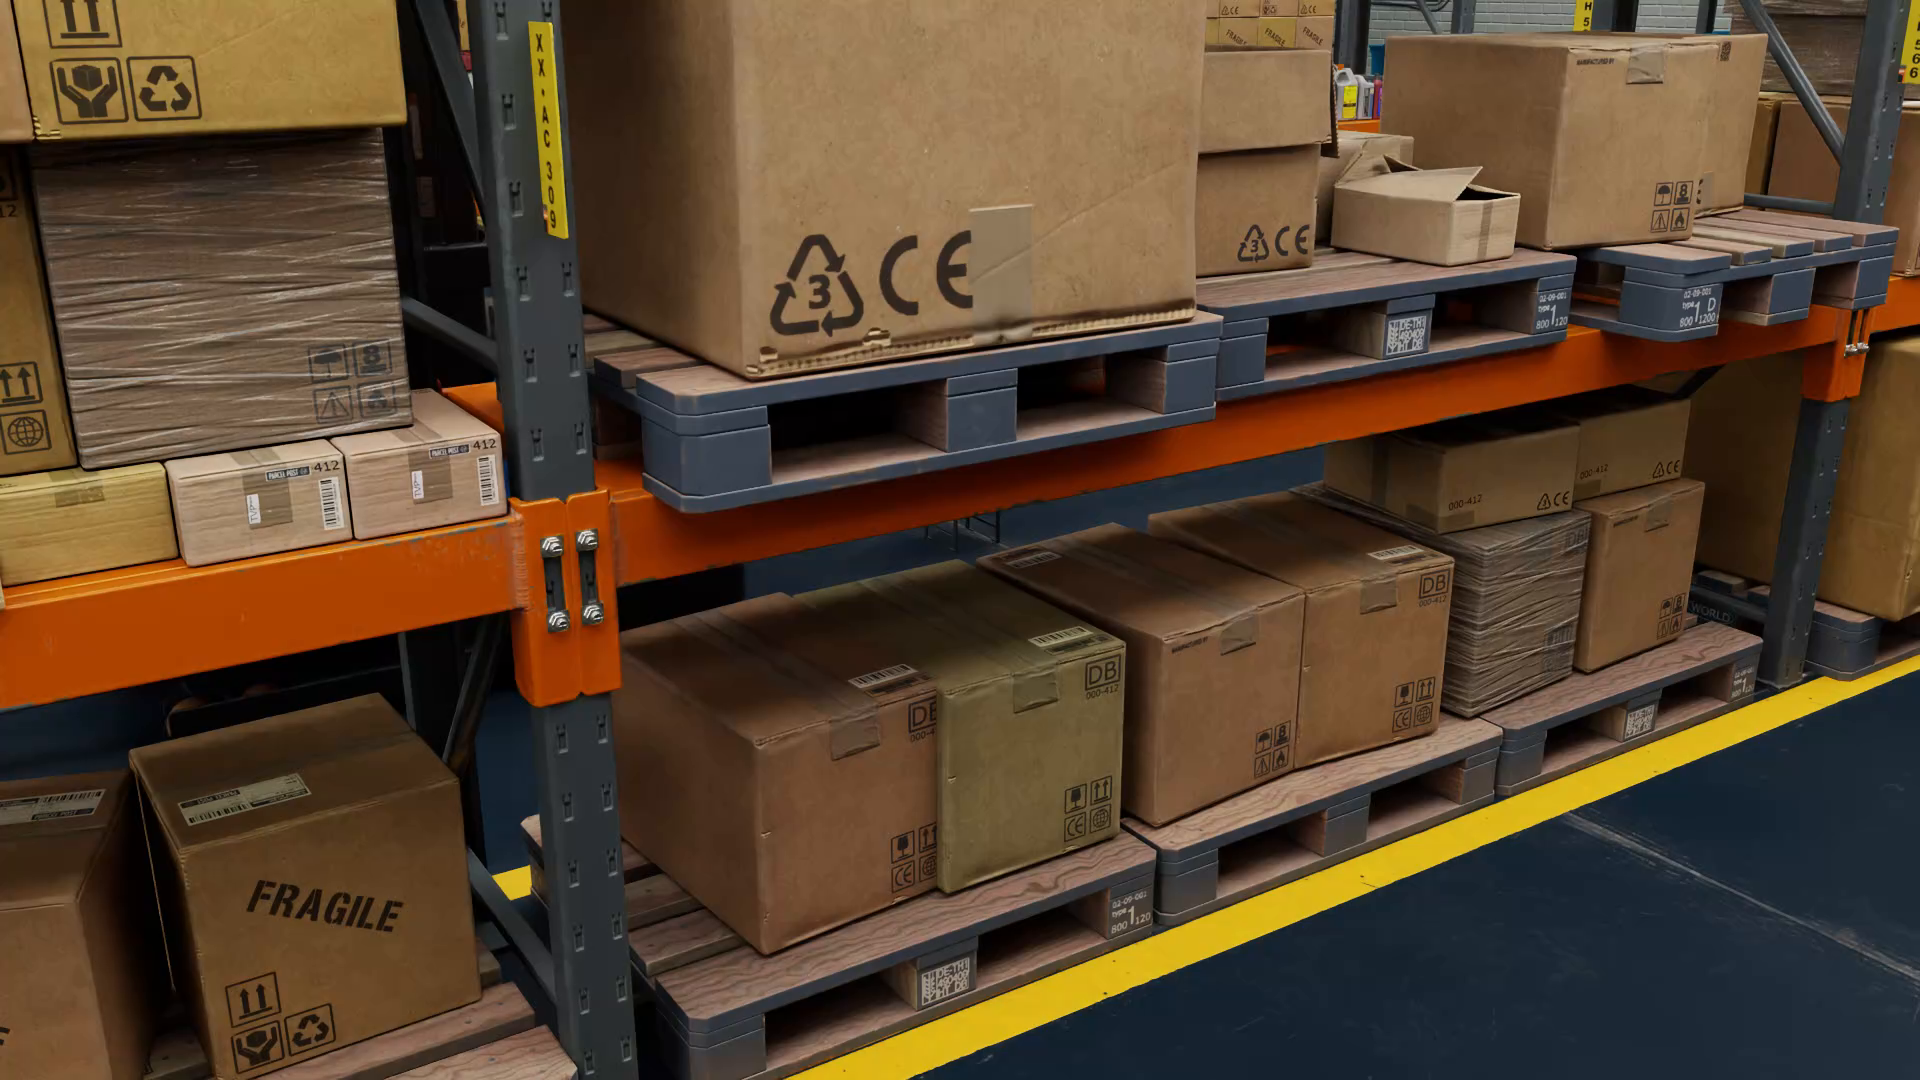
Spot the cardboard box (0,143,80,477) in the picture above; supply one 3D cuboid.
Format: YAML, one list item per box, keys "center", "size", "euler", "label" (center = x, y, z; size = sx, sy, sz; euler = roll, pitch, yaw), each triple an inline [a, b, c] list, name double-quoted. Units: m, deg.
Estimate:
- center: [-1.797, -0.421, 2.686]
  size: [0.500, 0.500, 0.875]
  euler: [-12, 22, -31]
  label: "cardboard box"

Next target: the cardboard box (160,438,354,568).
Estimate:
- center: [-1.182, -0.097, 2.740]
  size: [0.250, 0.149, 0.380]
  euler: [-12, 22, -31]
  label: "cardboard box"

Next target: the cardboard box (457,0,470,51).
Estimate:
- center: [-5.236, -5.268, 16.992]
  size: [0.500, 0.500, 0.500]
  euler: [-11, 22, -30]
  label: "cardboard box"

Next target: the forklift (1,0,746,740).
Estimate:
- center: [-2.268, -0.950, 4.980]
  size: [3.031, 2.935, 1.130]
  euler: [-11, 22, -30]
  label: "forklift"

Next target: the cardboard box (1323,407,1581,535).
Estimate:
- center: [1.410, -0.236, 4.804]
  size: [0.500, 0.250, 0.500]
  euler: [-9, 21, -25]
  label: "cardboard box"

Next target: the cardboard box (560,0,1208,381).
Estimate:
- center: [-0.210, -0.960, 3.307]
  size: [1.000, 1.000, 1.000]
  euler: [-12, 22, -31]
  label: "cardboard box"

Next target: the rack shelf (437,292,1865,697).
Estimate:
- center: [0.720, -0.385, 4.325]
  size: [4.000, 0.370, 1.077]
  euler: [-12, 22, -31]
  label: "rack shelf"

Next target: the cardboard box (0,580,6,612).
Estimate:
- center: [-1.572, 0.005, 2.439]
  size: [0.250, 0.149, 0.380]
  euler: [-12, 22, -31]
  label: "cardboard box"

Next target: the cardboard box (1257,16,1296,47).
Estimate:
- center: [2.971, -4.941, 16.522]
  size: [0.500, 0.500, 0.500]
  euler: [-12, 22, -31]
  label: "cardboard box"

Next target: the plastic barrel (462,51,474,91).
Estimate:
- center: [-2.142, -2.002, 7.772]
  size: [0.433, 0.535, 0.433]
  euler: [0, 19, 0]
  label: "plastic barrel"

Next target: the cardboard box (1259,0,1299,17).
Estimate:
- center: [2.985, -5.418, 16.370]
  size: [0.500, 0.500, 0.500]
  euler: [-11, 22, -30]
  label: "cardboard box"

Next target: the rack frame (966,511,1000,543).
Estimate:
- center: [0.092, -0.446, 6.658]
  size: [0.006, 0.900, 0.240]
  euler: [-12, 22, -31]
  label: "rack frame"

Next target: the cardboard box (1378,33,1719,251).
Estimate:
- center: [1.550, -1.094, 4.485]
  size: [0.500, 0.500, 0.700]
  euler: [-8, 20, -23]
  label: "cardboard box"

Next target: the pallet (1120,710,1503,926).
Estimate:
- center: [0.719, 0.593, 4.660]
  size: [1.213, 0.211, 1.003]
  euler: [-12, 22, -31]
  label: "pallet"

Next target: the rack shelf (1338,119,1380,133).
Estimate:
- center: [1.337, -2.415, 10.328]
  size: [4.000, 0.370, 1.077]
  euler: [-12, 22, -31]
  label: "rack shelf"

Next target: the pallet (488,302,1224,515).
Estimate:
- center: [-0.232, -0.379, 3.481]
  size: [1.213, 0.211, 1.003]
  euler: [-12, 22, -31]
  label: "pallet"

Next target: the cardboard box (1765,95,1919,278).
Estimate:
- center: [2.946, -1.139, 5.274]
  size: [0.500, 0.500, 0.500]
  euler: [-11, 22, -30]
  label: "cardboard box"

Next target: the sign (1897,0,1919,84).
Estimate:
- center: [2.697, -1.446, 4.654]
  size: [0.005, 0.325, 0.100]
  euler: [-12, 22, -31]
  label: "sign"

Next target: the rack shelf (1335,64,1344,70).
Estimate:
- center: [1.956, -4.445, 16.333]
  size: [4.000, 0.370, 1.077]
  euler: [-12, 22, -31]
  label: "rack shelf"

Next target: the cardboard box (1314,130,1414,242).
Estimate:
- center: [0.864, -0.973, 4.517]
  size: [0.500, 0.250, 0.500]
  euler: [-13, 22, -33]
  label: "cardboard box"

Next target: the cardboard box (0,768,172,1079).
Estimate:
- center: [-1.781, 0.774, 3.019]
  size: [0.500, 0.500, 0.500]
  euler: [-5, 19, -14]
  label: "cardboard box"

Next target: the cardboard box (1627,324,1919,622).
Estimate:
- center: [2.978, -0.387, 5.868]
  size: [0.875, 0.875, 1.225]
  euler: [-13, 23, -34]
  label: "cardboard box"

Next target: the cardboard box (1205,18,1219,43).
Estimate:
- center: [2.130, -4.766, 16.004]
  size: [0.500, 0.500, 0.500]
  euler: [-12, 22, -32]
  label: "cardboard box"

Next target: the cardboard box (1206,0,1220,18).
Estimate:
- center: [2.125, -5.235, 15.828]
  size: [0.500, 0.500, 0.500]
  euler: [-11, 22, -30]
  label: "cardboard box"

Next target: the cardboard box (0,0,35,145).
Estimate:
- center: [-1.592, -0.795, 2.230]
  size: [0.500, 0.500, 0.500]
  euler: [-12, 22, -31]
  label: "cardboard box"

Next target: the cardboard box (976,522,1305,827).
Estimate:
- center: [0.450, 0.322, 4.326]
  size: [0.500, 0.500, 0.700]
  euler: [-14, 23, -36]
  label: "cardboard box"

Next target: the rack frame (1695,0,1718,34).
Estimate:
- center: [6.348, -3.813, 13.338]
  size: [0.127, 3.000, 1.000]
  euler: [-12, 22, -31]
  label: "rack frame"

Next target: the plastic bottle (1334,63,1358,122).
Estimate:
- center: [2.419, -2.835, 10.524]
  size: [0.185, 0.351, 0.144]
  euler: [-12, 22, -31]
  label: "plastic bottle"

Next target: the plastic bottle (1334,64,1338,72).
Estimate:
- center: [2.501, -3.102, 11.314]
  size: [0.185, 0.351, 0.144]
  euler: [-12, 22, -31]
  label: "plastic bottle"

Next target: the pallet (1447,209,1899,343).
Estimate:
- center: [1.854, -0.834, 4.827]
  size: [1.003, 0.211, 1.213]
  euler: [-12, 22, -31]
  label: "pallet"

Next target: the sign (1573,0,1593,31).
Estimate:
- center: [2.082, -1.775, 5.504]
  size: [0.005, 0.325, 0.100]
  euler: [-12, 22, -31]
  label: "sign"

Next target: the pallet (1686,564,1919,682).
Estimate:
- center: [3.090, 0.124, 6.049]
  size: [1.213, 0.211, 1.003]
  euler: [-12, 22, -31]
  label: "pallet"

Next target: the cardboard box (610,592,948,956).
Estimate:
- center: [-0.426, 0.499, 3.800]
  size: [0.500, 0.500, 0.700]
  euler: [-14, 23, -36]
  label: "cardboard box"

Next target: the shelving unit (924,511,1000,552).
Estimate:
- center: [0.007, -0.428, 6.605]
  size: [0.210, 0.900, 0.258]
  euler: [-12, 22, -31]
  label: "shelving unit"

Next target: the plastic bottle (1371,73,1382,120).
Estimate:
- center: [2.688, -2.844, 10.655]
  size: [0.133, 0.283, 0.061]
  euler: [-12, 22, -31]
  label: "plastic bottle"

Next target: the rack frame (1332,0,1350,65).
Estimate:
- center: [3.627, -5.138, 17.259]
  size: [0.127, 3.000, 1.000]
  euler: [-12, 22, -31]
  label: "rack frame"

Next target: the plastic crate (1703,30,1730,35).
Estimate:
- center: [6.171, -3.749, 13.001]
  size: [0.499, 0.435, 0.616]
  euler: [-12, 22, -31]
  label: "plastic crate"

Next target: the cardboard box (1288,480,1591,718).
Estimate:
- center: [1.386, 0.122, 4.917]
  size: [0.500, 0.500, 0.700]
  euler: [-14, 23, -36]
  label: "cardboard box"
